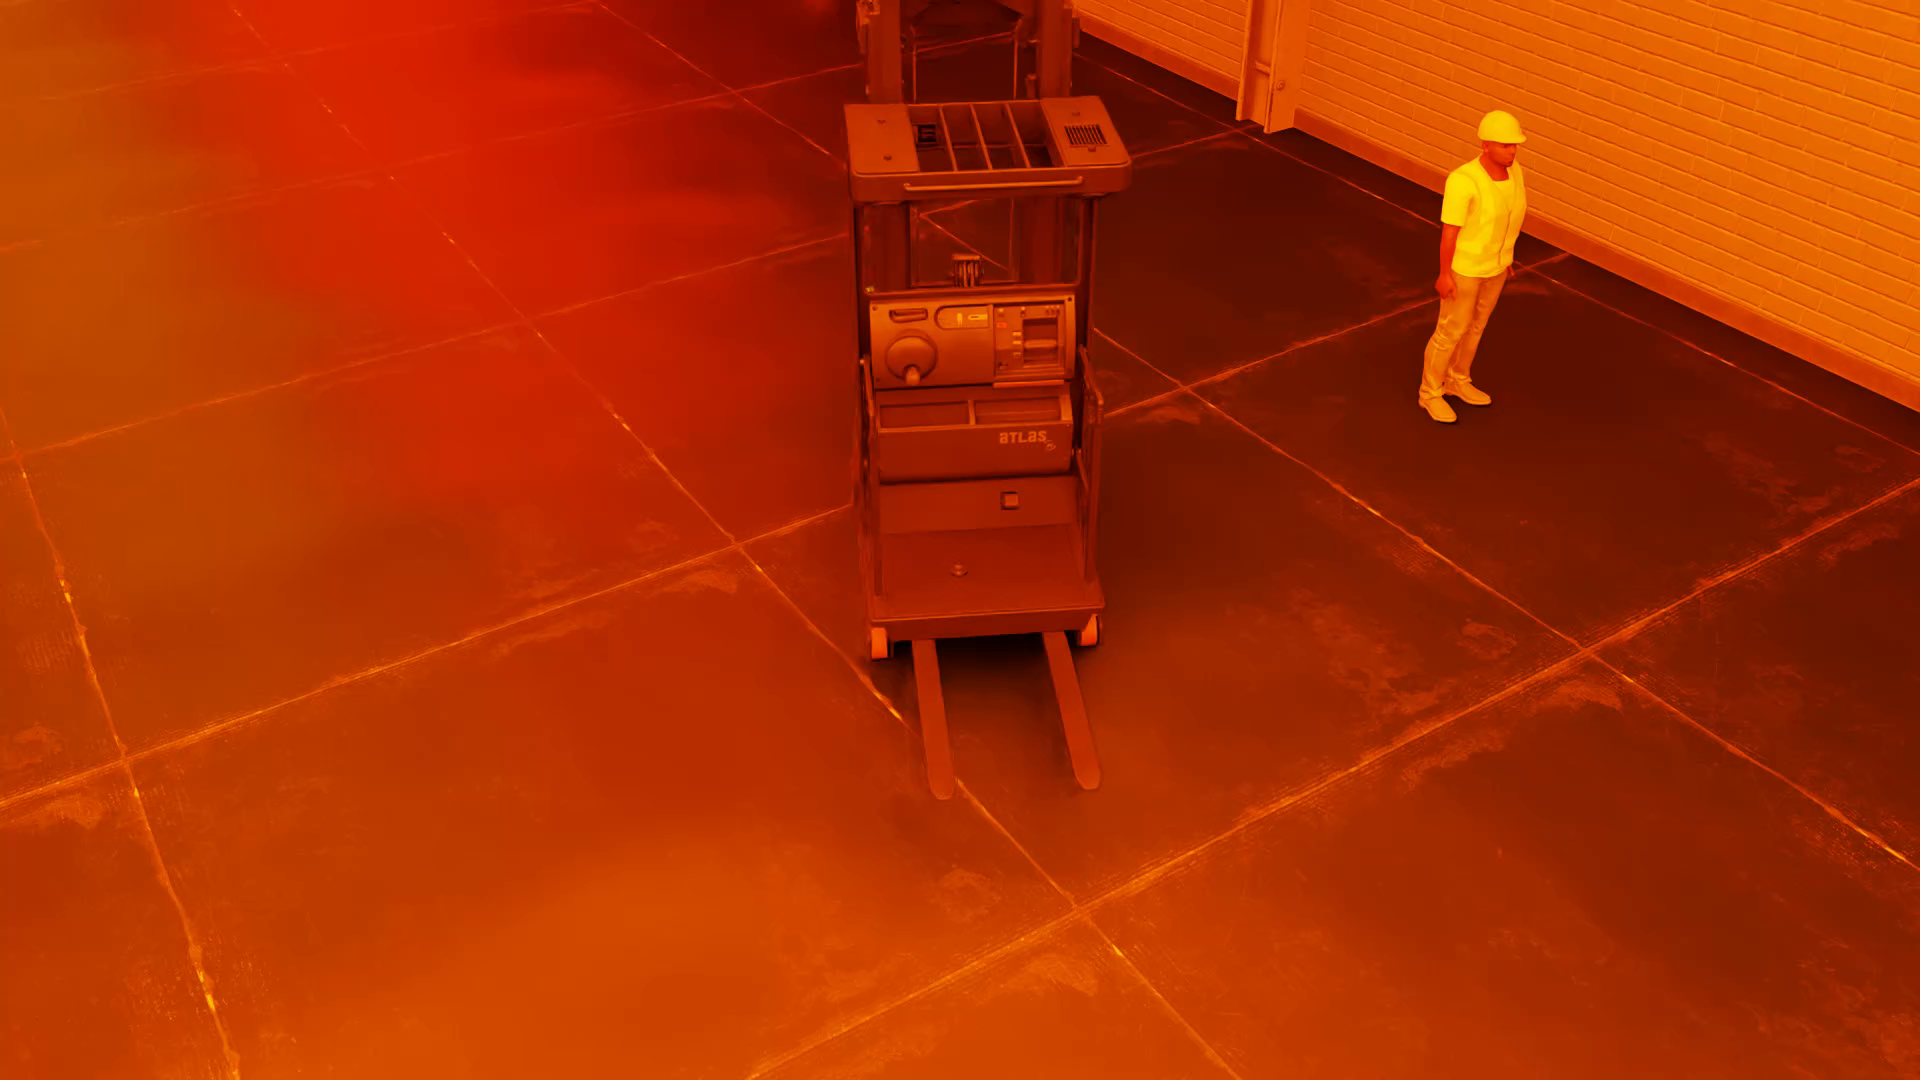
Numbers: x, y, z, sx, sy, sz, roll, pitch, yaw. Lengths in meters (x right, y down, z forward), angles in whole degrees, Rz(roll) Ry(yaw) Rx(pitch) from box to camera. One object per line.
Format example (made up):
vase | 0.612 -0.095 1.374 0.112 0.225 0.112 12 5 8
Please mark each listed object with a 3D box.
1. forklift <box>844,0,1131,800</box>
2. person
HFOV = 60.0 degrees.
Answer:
forklift | 0.084 -0.841 7.344 1.130 2.935 3.031 -3 35 -5
person | 2.914 -1.541 9.353 0.557 1.771 0.373 -23 41 -29
